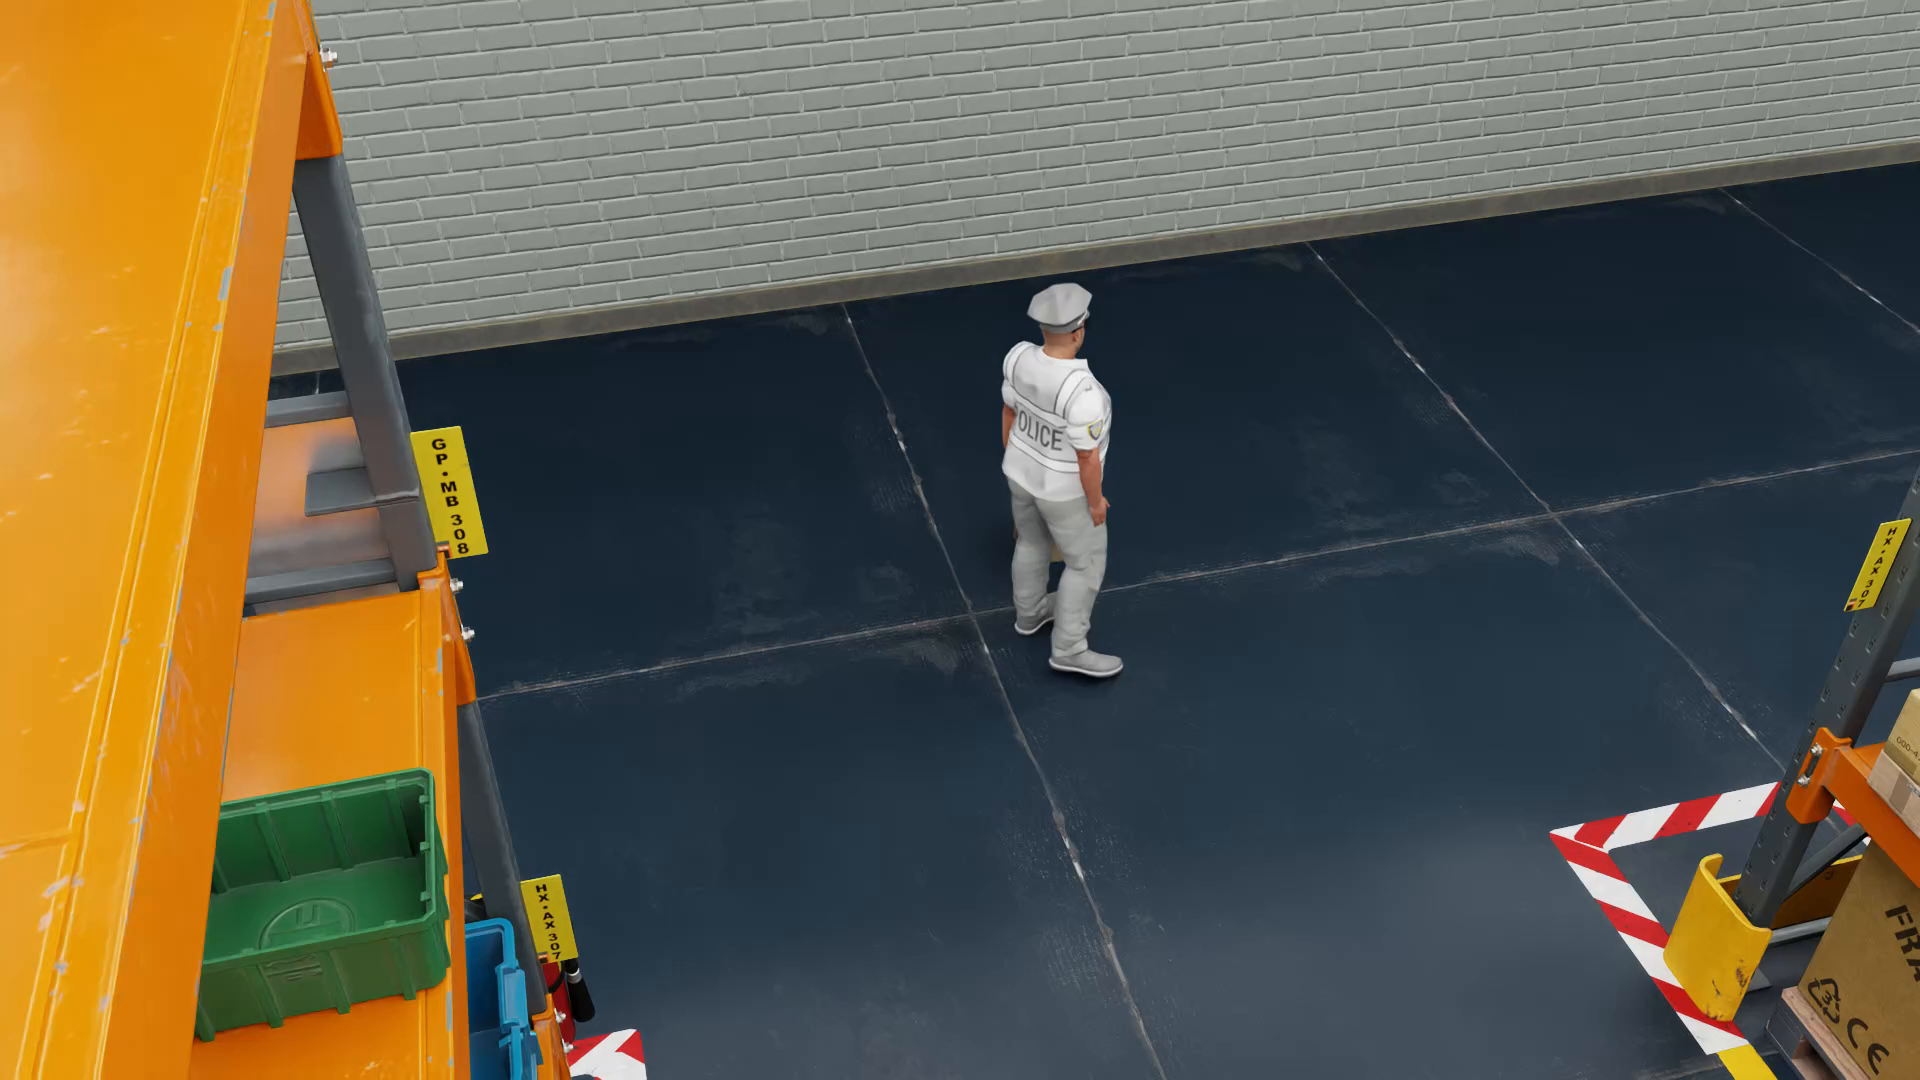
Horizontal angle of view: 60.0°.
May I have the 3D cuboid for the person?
[{"bbox_3d":[0.449,-0.244,7.005,0.399,1.757,0.708,-28,46,-31],"label":"person"}]
